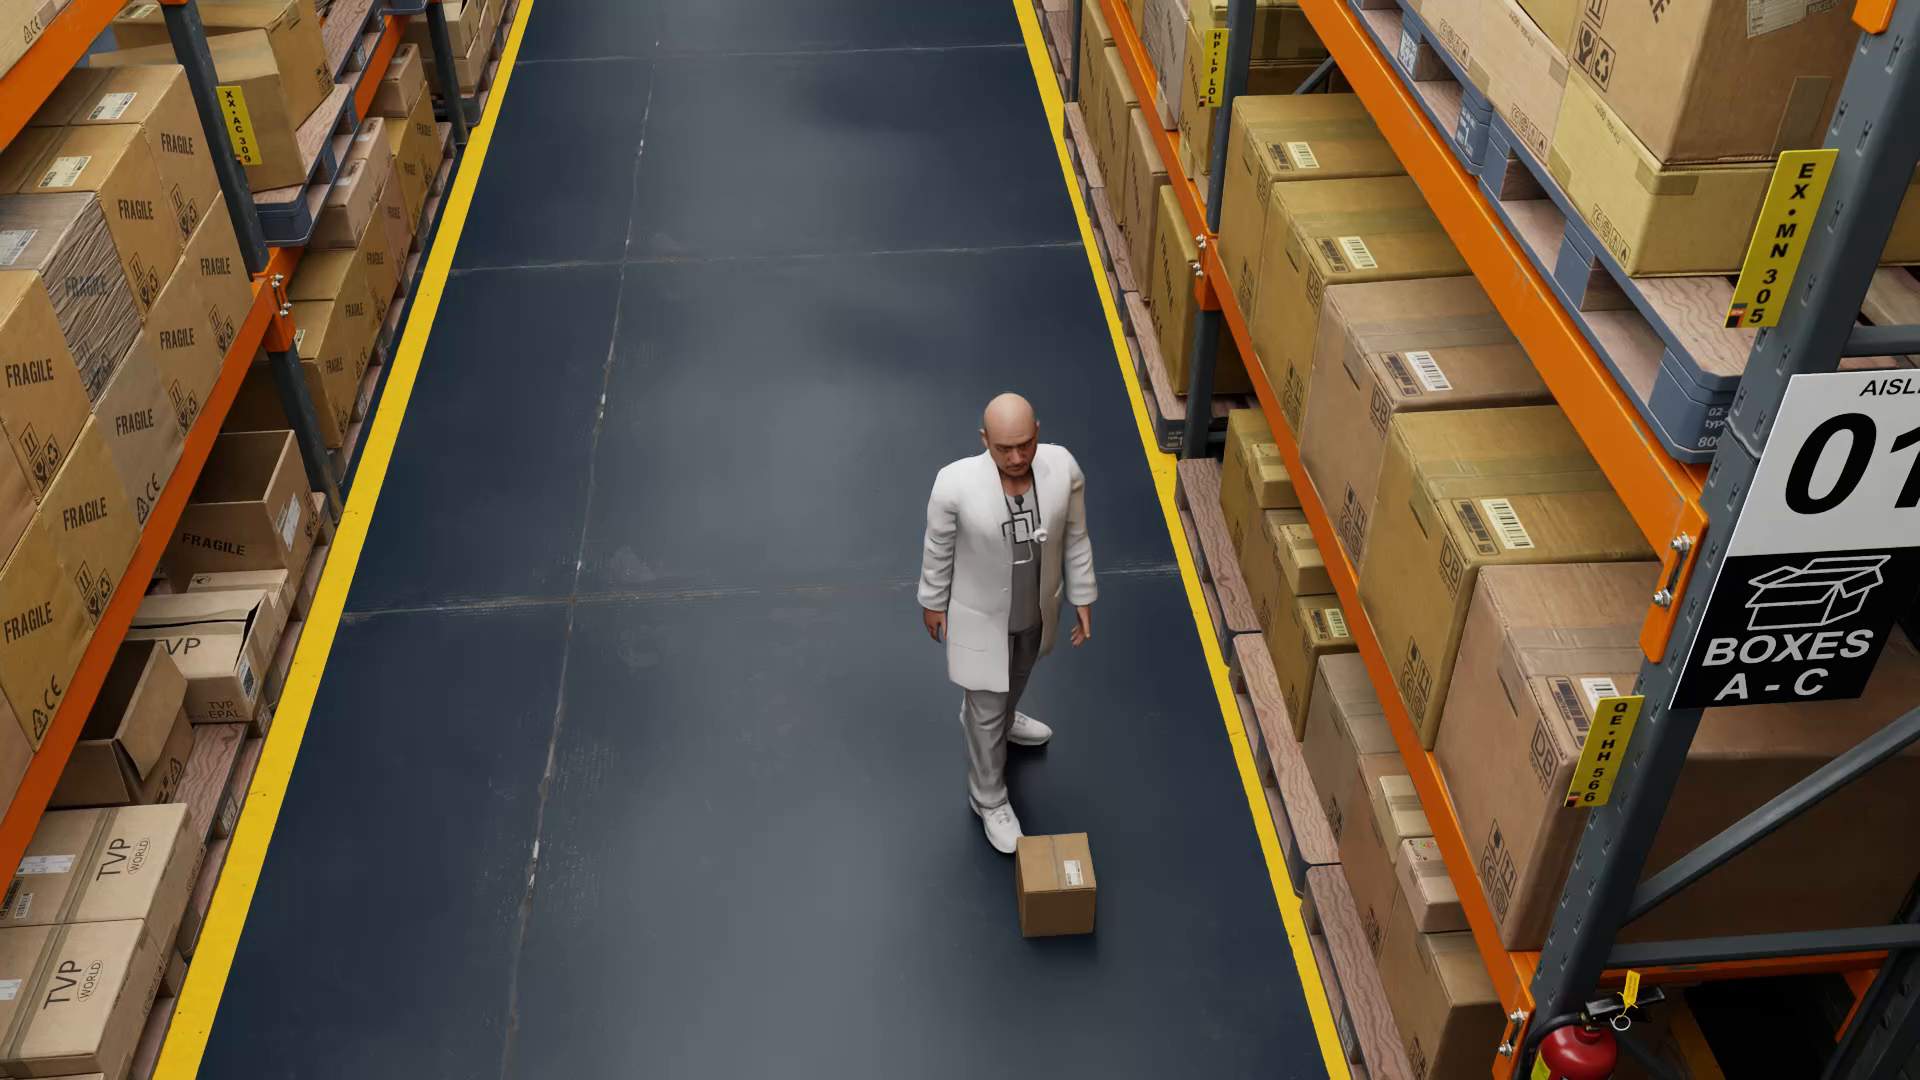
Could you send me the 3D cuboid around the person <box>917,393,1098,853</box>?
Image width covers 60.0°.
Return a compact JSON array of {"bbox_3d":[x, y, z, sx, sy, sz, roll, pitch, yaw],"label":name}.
[{"bbox_3d":[0.184,0.236,5.857,0.585,1.774,0.738,-17,42,-20],"label":"person"}]
